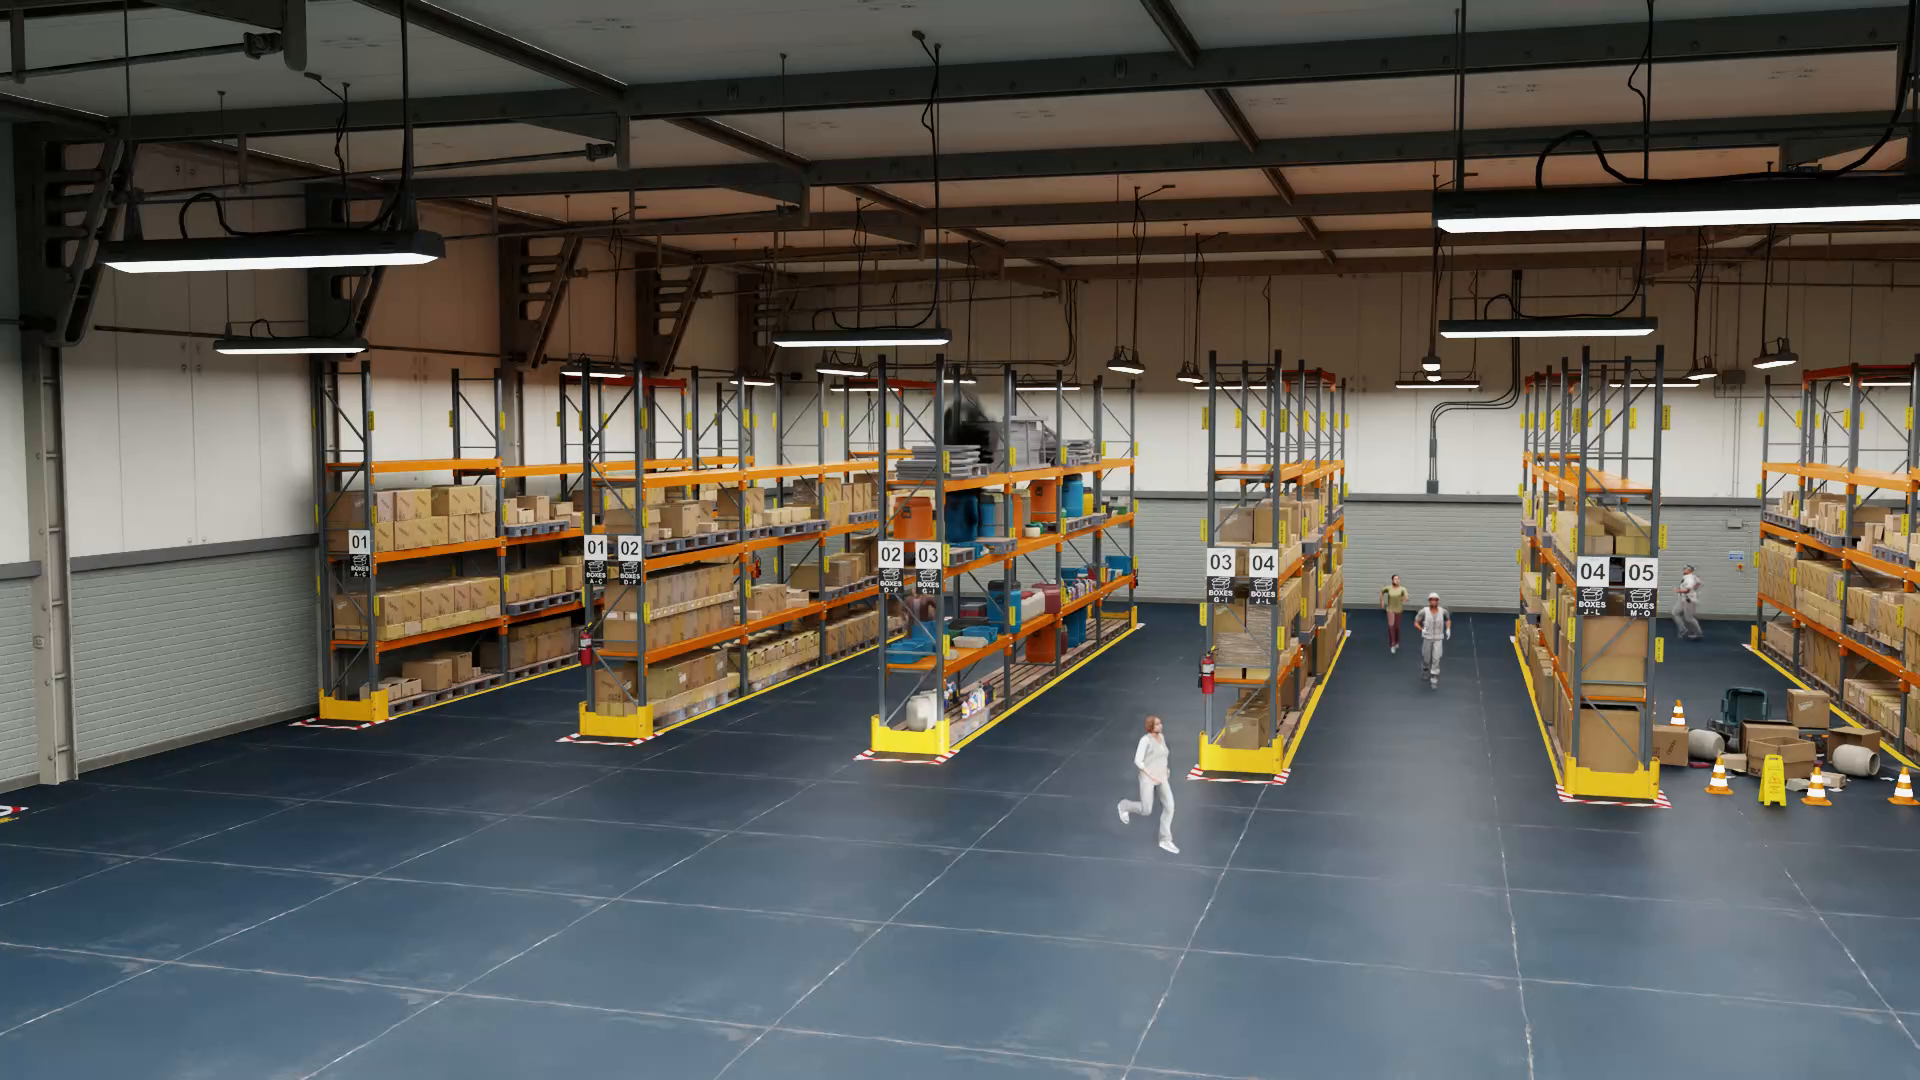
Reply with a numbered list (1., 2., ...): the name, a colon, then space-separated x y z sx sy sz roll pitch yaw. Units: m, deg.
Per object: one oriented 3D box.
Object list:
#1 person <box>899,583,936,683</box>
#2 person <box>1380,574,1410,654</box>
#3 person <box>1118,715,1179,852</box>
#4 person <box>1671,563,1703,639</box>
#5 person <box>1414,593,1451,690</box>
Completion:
1. person: -0.765 1.719 31.028 0.740 1.862 0.811 1 4 18
2. person: 9.444 1.581 36.136 0.594 1.704 0.868 1 4 7
3. person: 2.238 2.844 19.611 0.528 1.576 0.890 -3 5 -39
4. person: 16.657 1.418 38.034 0.684 1.814 0.648 1 4 16
5. person: 8.897 1.880 31.288 0.686 1.792 0.839 1 4 8
